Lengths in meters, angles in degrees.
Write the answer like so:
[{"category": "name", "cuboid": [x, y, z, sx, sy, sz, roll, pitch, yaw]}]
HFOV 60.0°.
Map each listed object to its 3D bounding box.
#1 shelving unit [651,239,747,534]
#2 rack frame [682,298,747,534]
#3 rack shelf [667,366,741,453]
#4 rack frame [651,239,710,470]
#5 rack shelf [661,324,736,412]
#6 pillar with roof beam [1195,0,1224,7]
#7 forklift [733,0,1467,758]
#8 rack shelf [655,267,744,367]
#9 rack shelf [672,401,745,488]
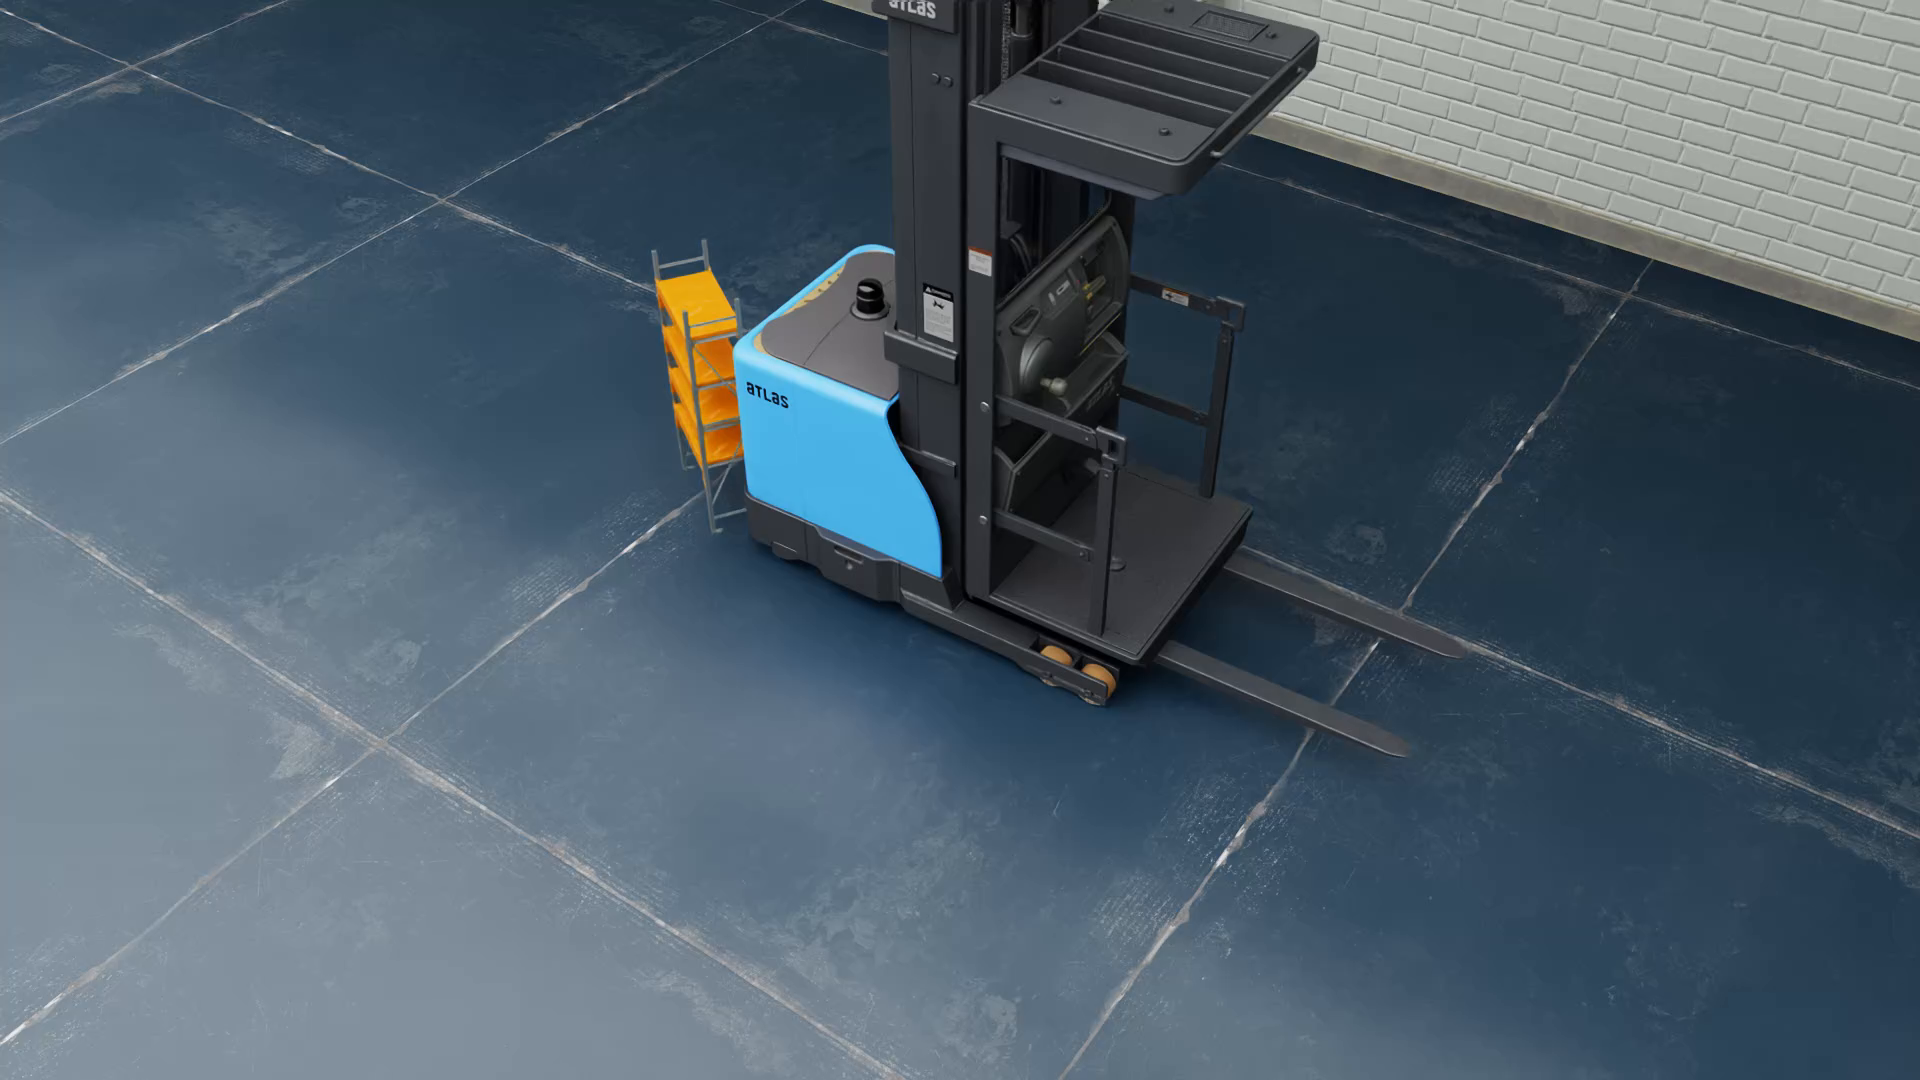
[{"category": "shelving unit", "cuboid": [-1.107, -0.660, 7.337, 0.258, 1.200, 0.503, -15, 44, -16]}, {"category": "rack frame", "cuboid": [-1.015, -0.510, 7.168, 0.240, 1.200, 0.015, -15, 44, -16]}, {"category": "rack shelf", "cuboid": [-1.107, -0.610, 7.382, 0.258, 0.148, 0.480, -15, 44, -16]}, {"category": "rack frame", "cuboid": [-1.200, -0.811, 7.505, 0.240, 1.200, 0.015, -15, 44, -16]}, {"category": "rack shelf", "cuboid": [-1.107, -0.777, 7.232, 0.258, 0.148, 0.480, -15, 44, -16]}, {"category": "pillar with roof beam", "cuboid": [-1.139, -3.649, 4.828, 0.400, 9.000, 9.100, 25, 48, 25]}, {"category": "forklift", "cuboid": [0.575, -0.832, 6.230, 3.031, 2.935, 1.130, 23, 47, 23]}, {"category": "rack shelf", "cuboid": [-1.107, -0.953, 7.075, 0.258, 0.148, 0.480, -15, 44, -16]}, {"category": "rack shelf", "cuboid": [-1.107, -0.462, 7.514, 0.258, 0.148, 0.480, -15, 44, -16]}]
